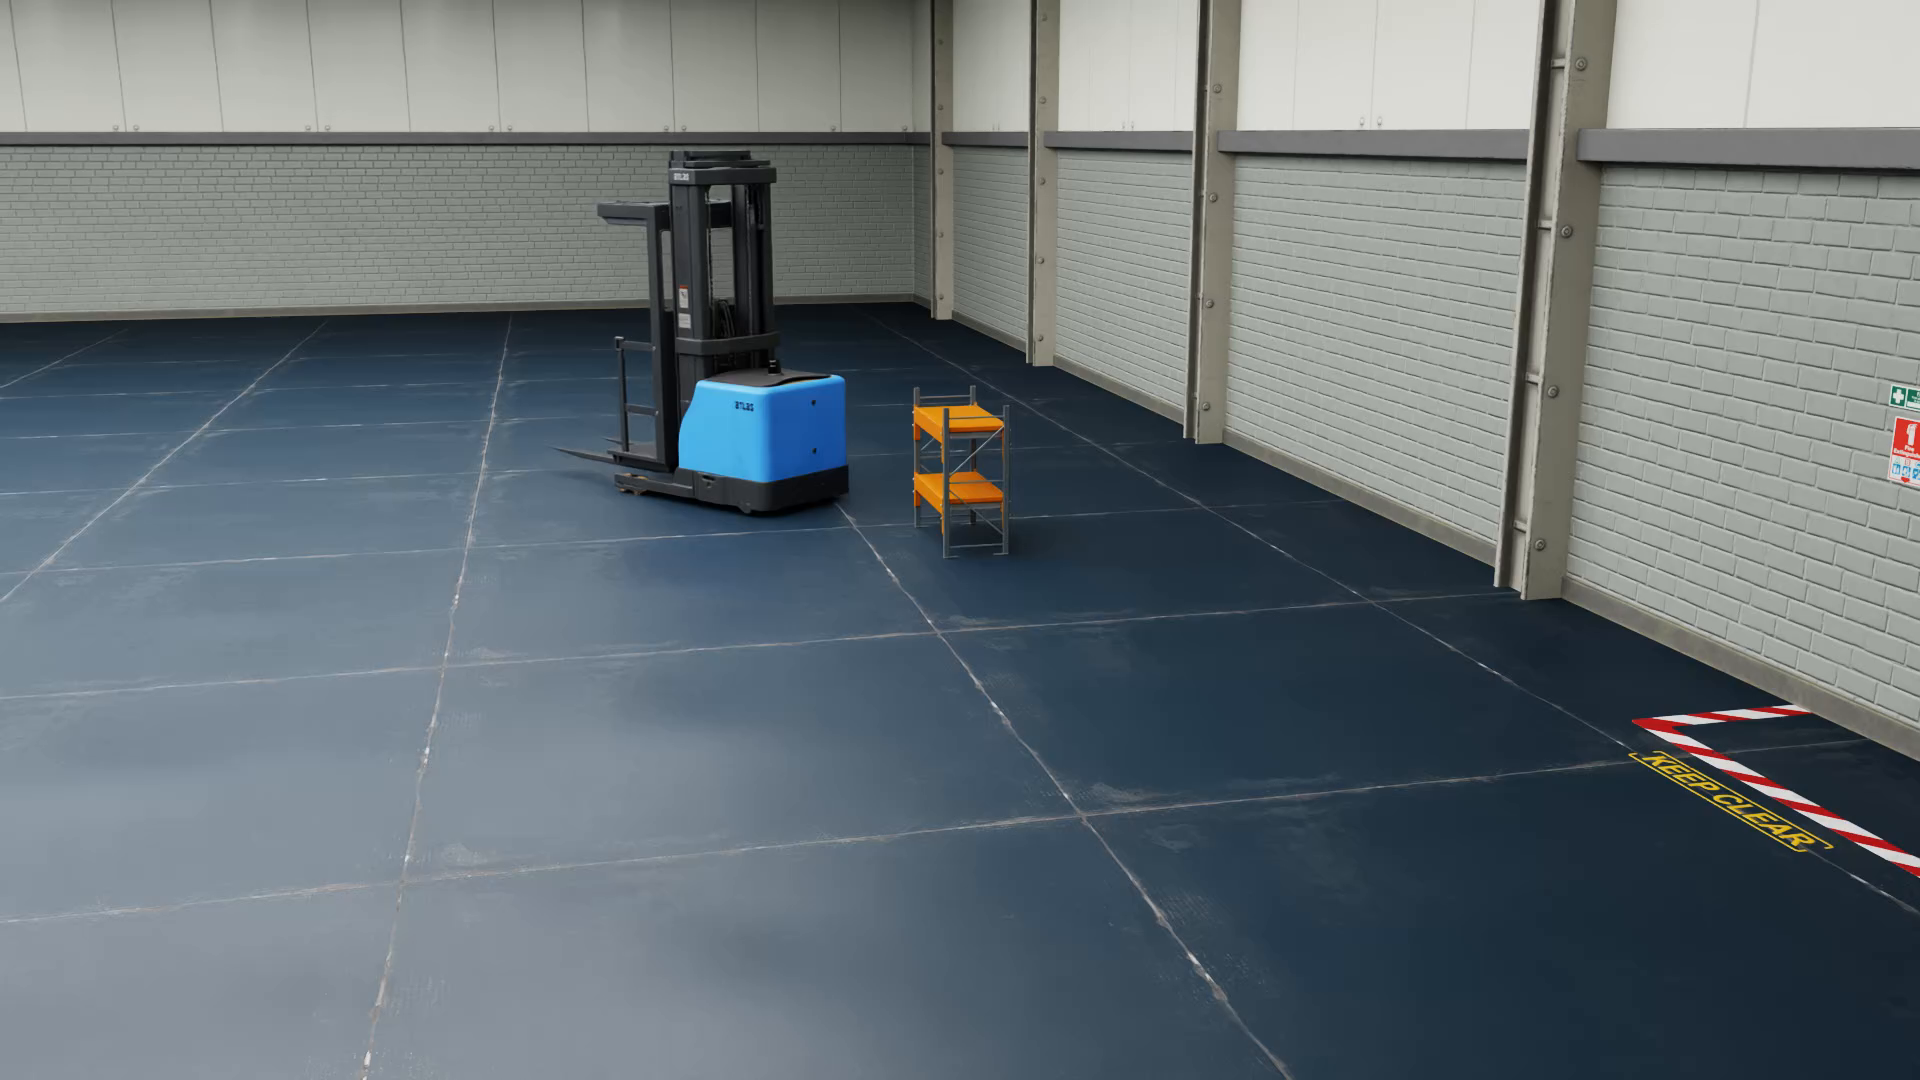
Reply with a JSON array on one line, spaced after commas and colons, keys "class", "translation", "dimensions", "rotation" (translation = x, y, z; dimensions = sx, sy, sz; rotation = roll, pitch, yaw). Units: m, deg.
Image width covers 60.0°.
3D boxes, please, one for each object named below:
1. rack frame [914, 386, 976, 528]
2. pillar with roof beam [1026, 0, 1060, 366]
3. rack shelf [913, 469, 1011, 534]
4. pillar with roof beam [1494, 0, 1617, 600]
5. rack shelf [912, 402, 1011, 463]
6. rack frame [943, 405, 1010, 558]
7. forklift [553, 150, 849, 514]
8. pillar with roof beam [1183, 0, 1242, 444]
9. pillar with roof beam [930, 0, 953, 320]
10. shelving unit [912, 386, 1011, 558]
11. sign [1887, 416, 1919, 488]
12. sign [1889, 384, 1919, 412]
[{"class": "rack frame", "translation": [-0.118, -0.662, 13.267], "dimensions": [0.500, 1.125, 0.032], "rotation": [-3, 14, -13]}, {"class": "pillar with roof beam", "translation": [-3.076, -6.547, 20.764], "dimensions": [9.100, 9.000, 0.400], "rotation": [-3, 14, -13]}, {"class": "rack shelf", "translation": [0.002, -0.307, 12.845], "dimensions": [0.538, 0.278, 1.000], "rotation": [-3, 14, -13]}, {"class": "pillar with roof beam", "translation": [-0.257, -3.779, 9.433], "dimensions": [9.100, 9.000, 0.400], "rotation": [-3, 14, -13]}, {"class": "rack shelf", "translation": [0.002, -0.829, 12.718], "dimensions": [0.538, 0.278, 1.000], "rotation": [-3, 14, -13]}, {"class": "rack frame", "translation": [0.121, -0.428, 12.307], "dimensions": [0.500, 1.125, 0.032], "rotation": [-3, 14, -13]}, {"class": "forklift", "translation": [-2.416, -1.902, 14.538], "dimensions": [3.031, 2.935, 1.130], "rotation": [11, 18, 38]}, {"class": "pillar with roof beam", "translation": [-1.667, -5.163, 15.099], "dimensions": [9.100, 9.000, 0.400], "rotation": [-3, 14, -13]}, {"class": "pillar with roof beam", "translation": [-4.485, -7.931, 26.430], "dimensions": [9.100, 9.000, 0.400], "rotation": [-3, 14, -13]}, {"class": "shelving unit", "translation": [0.002, -0.545, 12.787], "dimensions": [0.538, 1.125, 1.048], "rotation": [-3, 14, -13]}, {"class": "sign", "translation": [4.763, -0.443, 8.345], "dimensions": [0.001, 0.329, 0.234], "rotation": [-3, 14, -13]}, {"class": "sign", "translation": [4.756, -0.699, 8.276], "dimensions": [0.001, 0.109, 0.331], "rotation": [-3, 14, -13]}]
